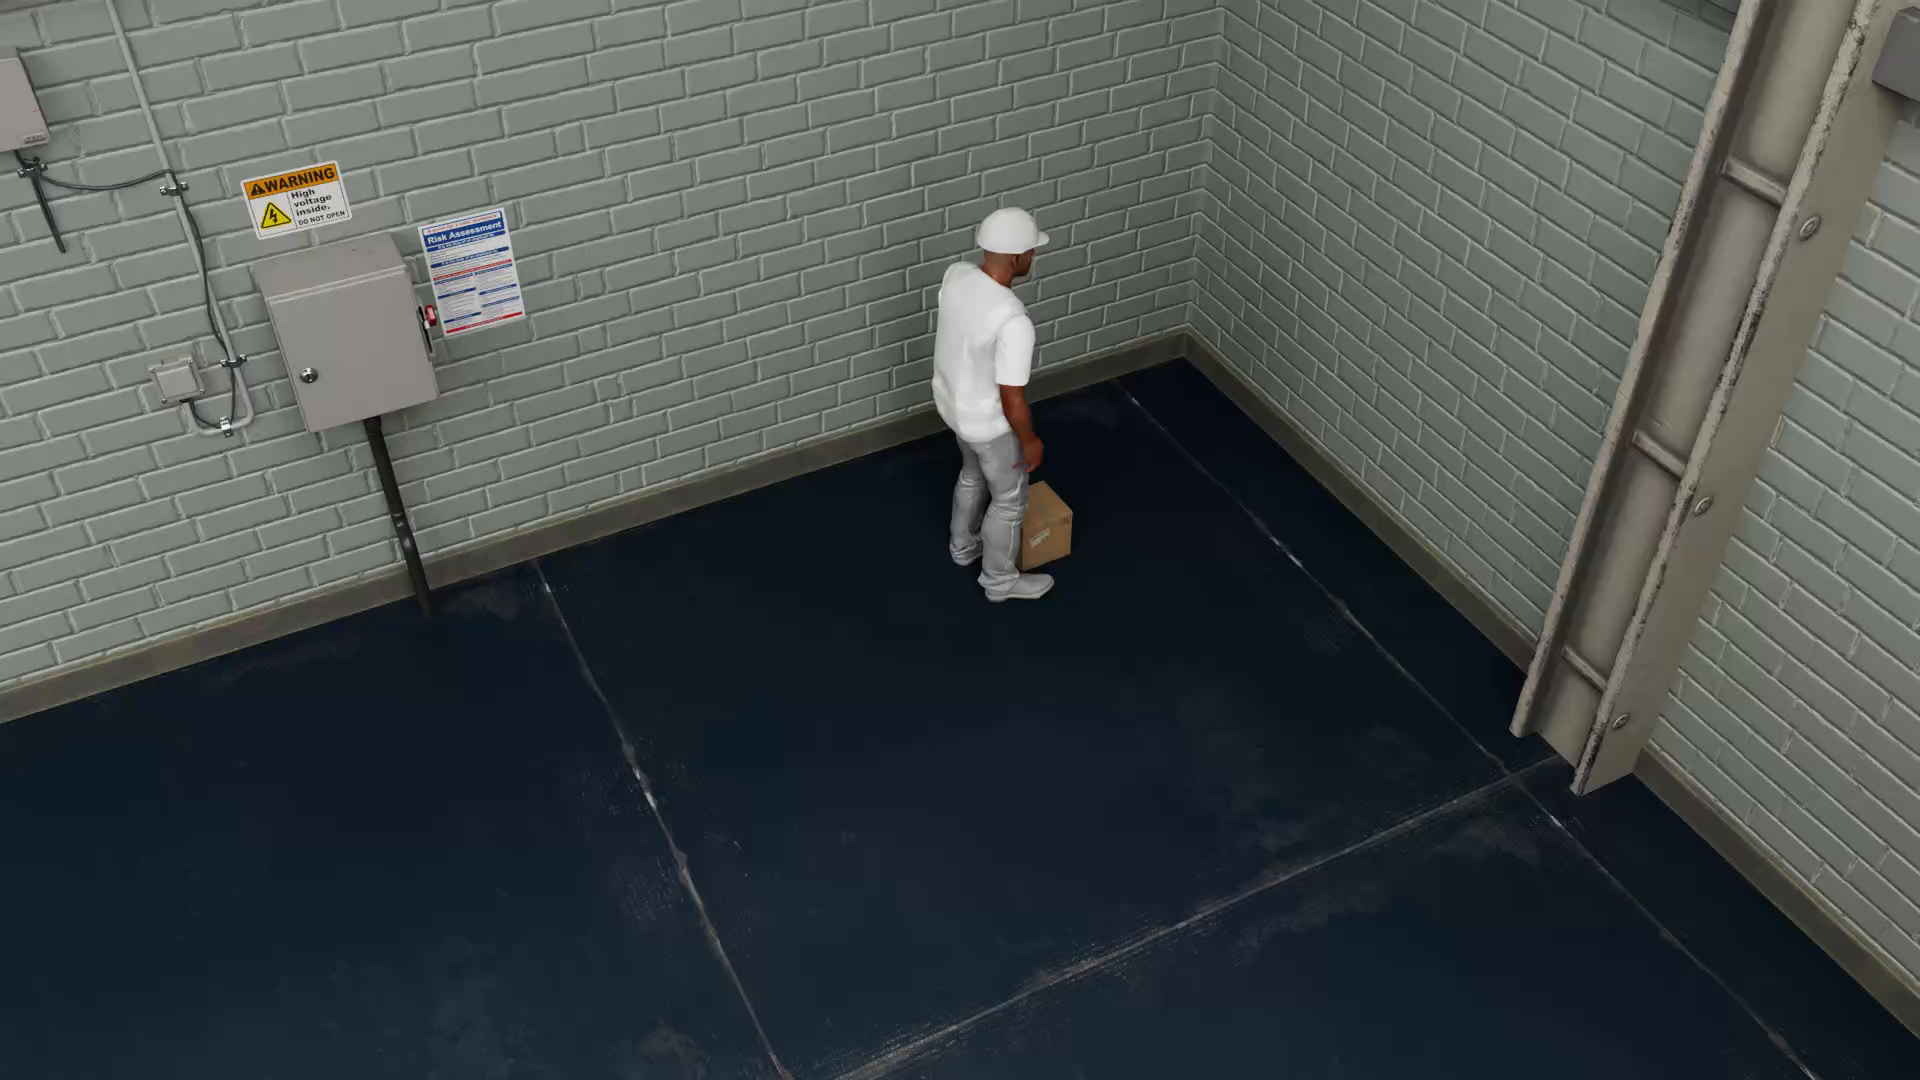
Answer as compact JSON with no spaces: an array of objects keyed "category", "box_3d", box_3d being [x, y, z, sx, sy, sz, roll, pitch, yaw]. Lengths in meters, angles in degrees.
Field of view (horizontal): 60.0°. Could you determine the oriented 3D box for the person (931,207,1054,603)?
[{"category":"person","box_3d":[0.137,-0.541,6.765,0.456,1.761,0.628,-19,44,-20]}]
